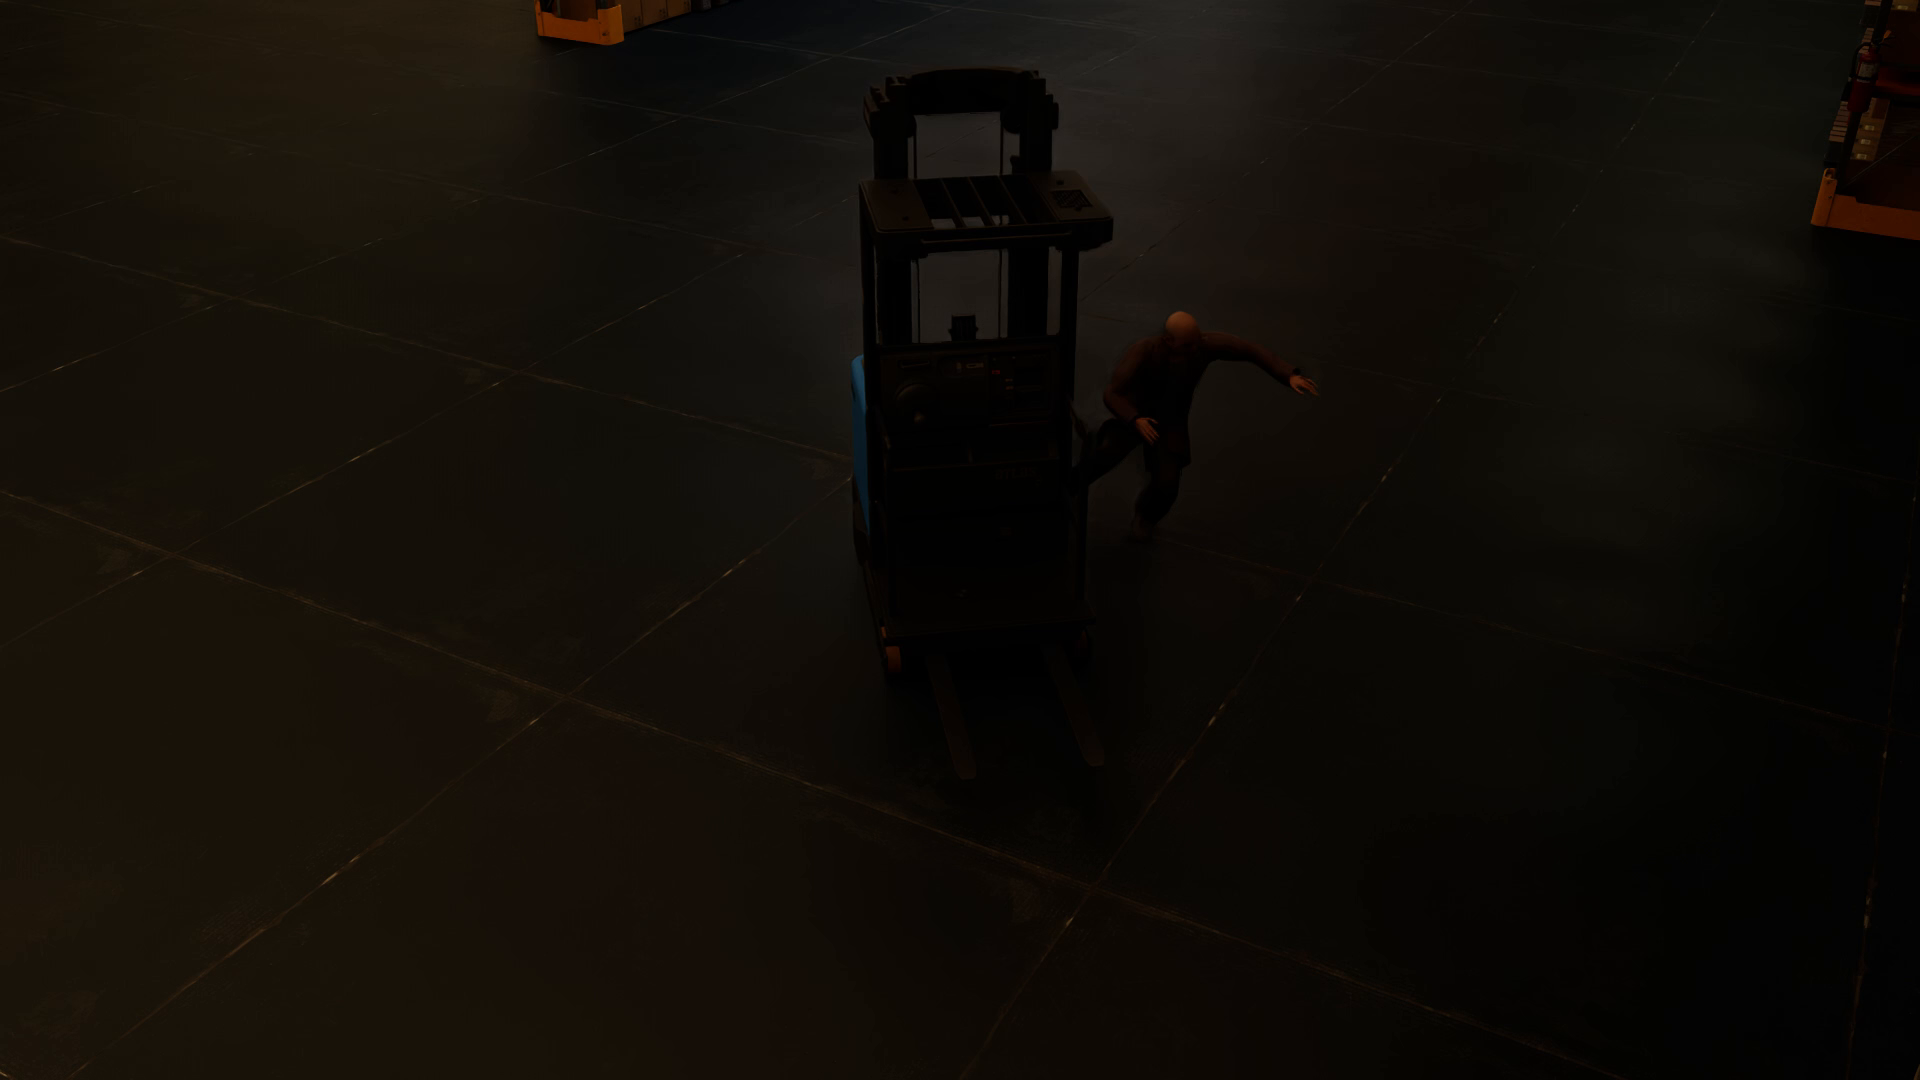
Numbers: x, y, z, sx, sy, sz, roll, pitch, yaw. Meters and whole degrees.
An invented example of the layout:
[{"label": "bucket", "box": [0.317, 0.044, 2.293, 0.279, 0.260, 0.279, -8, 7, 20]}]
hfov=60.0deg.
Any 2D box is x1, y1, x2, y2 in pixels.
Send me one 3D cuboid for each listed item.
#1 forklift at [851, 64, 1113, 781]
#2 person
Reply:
[{"label": "forklift", "box": [0.094, -0.745, 8.362, 1.130, 2.935, 3.031, -5, 30, -8]}, {"label": "person", "box": [1.154, -0.619, 9.583, 1.625, 1.480, 0.807, -6, 30, -10]}]
